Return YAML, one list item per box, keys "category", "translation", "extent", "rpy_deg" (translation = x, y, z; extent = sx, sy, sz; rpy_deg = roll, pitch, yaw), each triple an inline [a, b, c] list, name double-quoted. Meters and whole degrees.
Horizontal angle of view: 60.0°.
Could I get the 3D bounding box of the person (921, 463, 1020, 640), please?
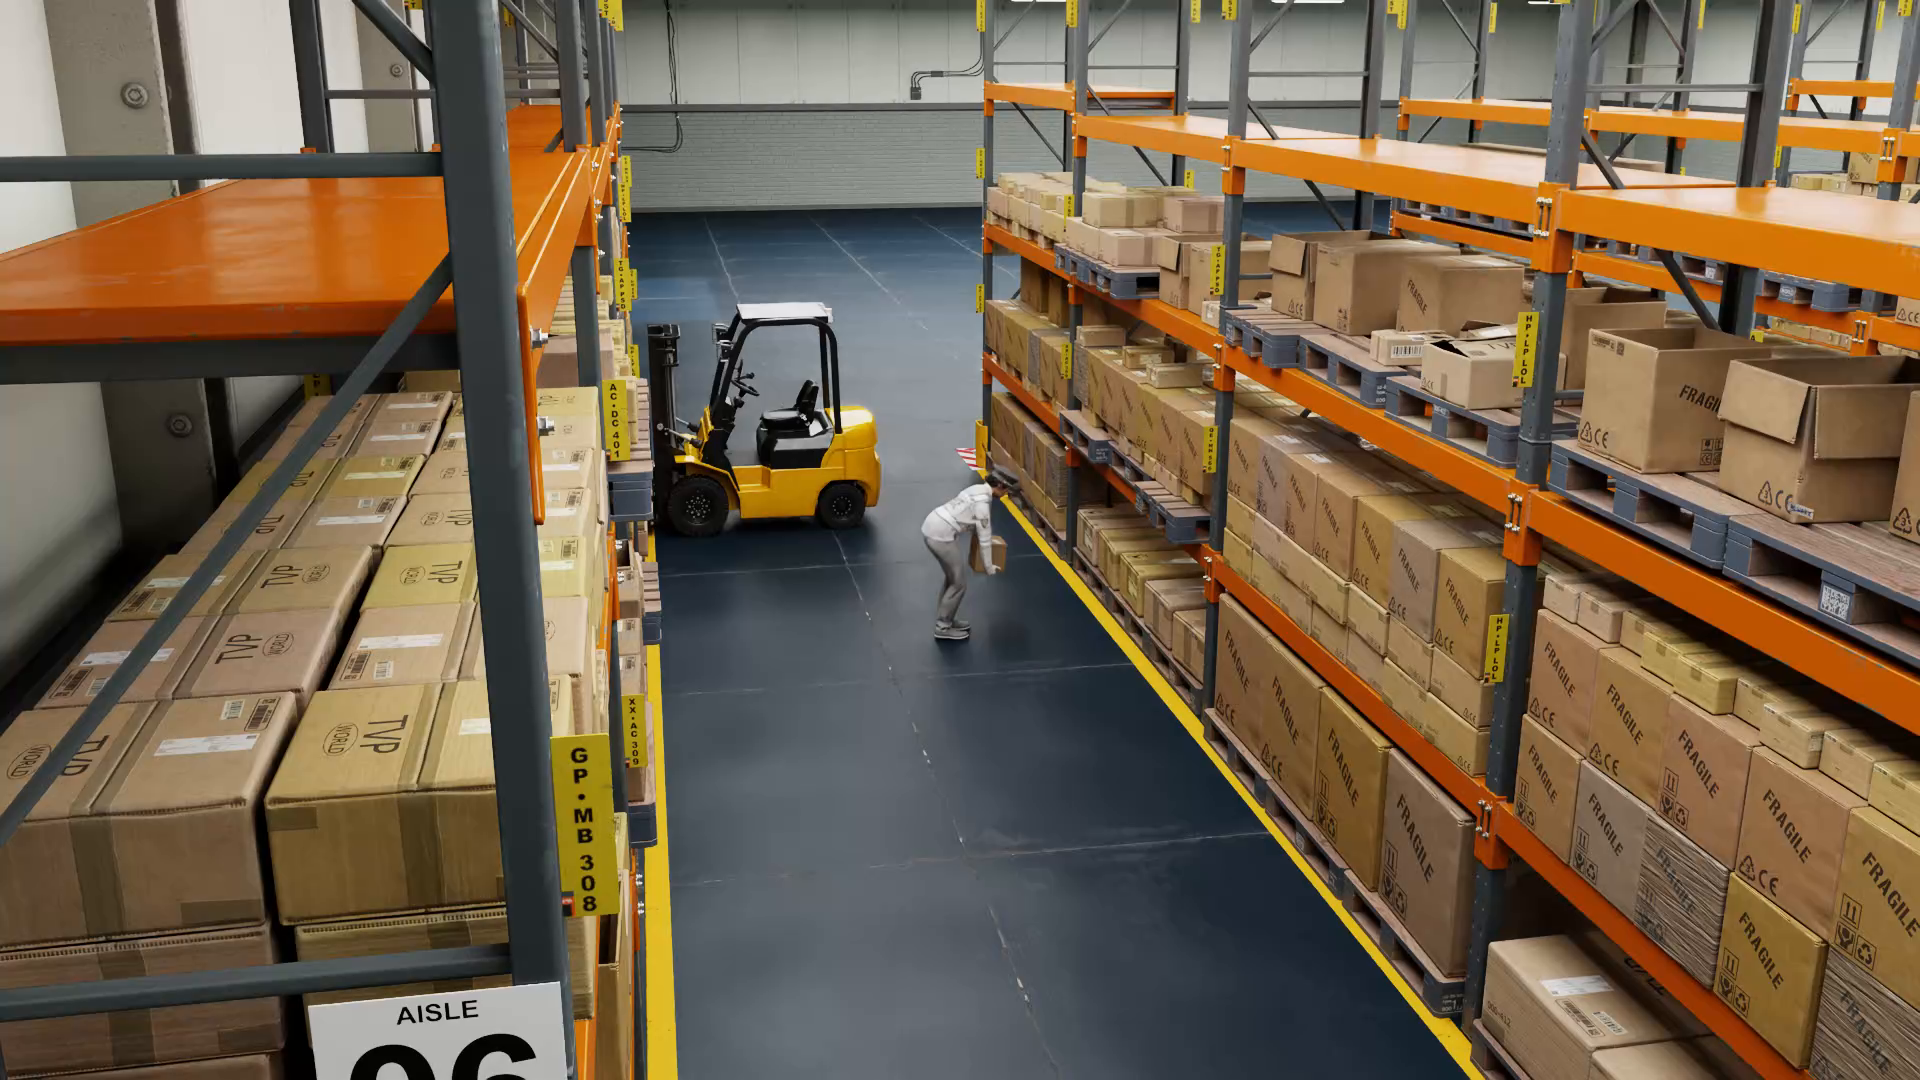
- category: "person"
  translation: [0.094, 0.086, 13.676]
  extent: [0.814, 1.427, 0.407]
  rpy_deg: [-3, 17, -12]
